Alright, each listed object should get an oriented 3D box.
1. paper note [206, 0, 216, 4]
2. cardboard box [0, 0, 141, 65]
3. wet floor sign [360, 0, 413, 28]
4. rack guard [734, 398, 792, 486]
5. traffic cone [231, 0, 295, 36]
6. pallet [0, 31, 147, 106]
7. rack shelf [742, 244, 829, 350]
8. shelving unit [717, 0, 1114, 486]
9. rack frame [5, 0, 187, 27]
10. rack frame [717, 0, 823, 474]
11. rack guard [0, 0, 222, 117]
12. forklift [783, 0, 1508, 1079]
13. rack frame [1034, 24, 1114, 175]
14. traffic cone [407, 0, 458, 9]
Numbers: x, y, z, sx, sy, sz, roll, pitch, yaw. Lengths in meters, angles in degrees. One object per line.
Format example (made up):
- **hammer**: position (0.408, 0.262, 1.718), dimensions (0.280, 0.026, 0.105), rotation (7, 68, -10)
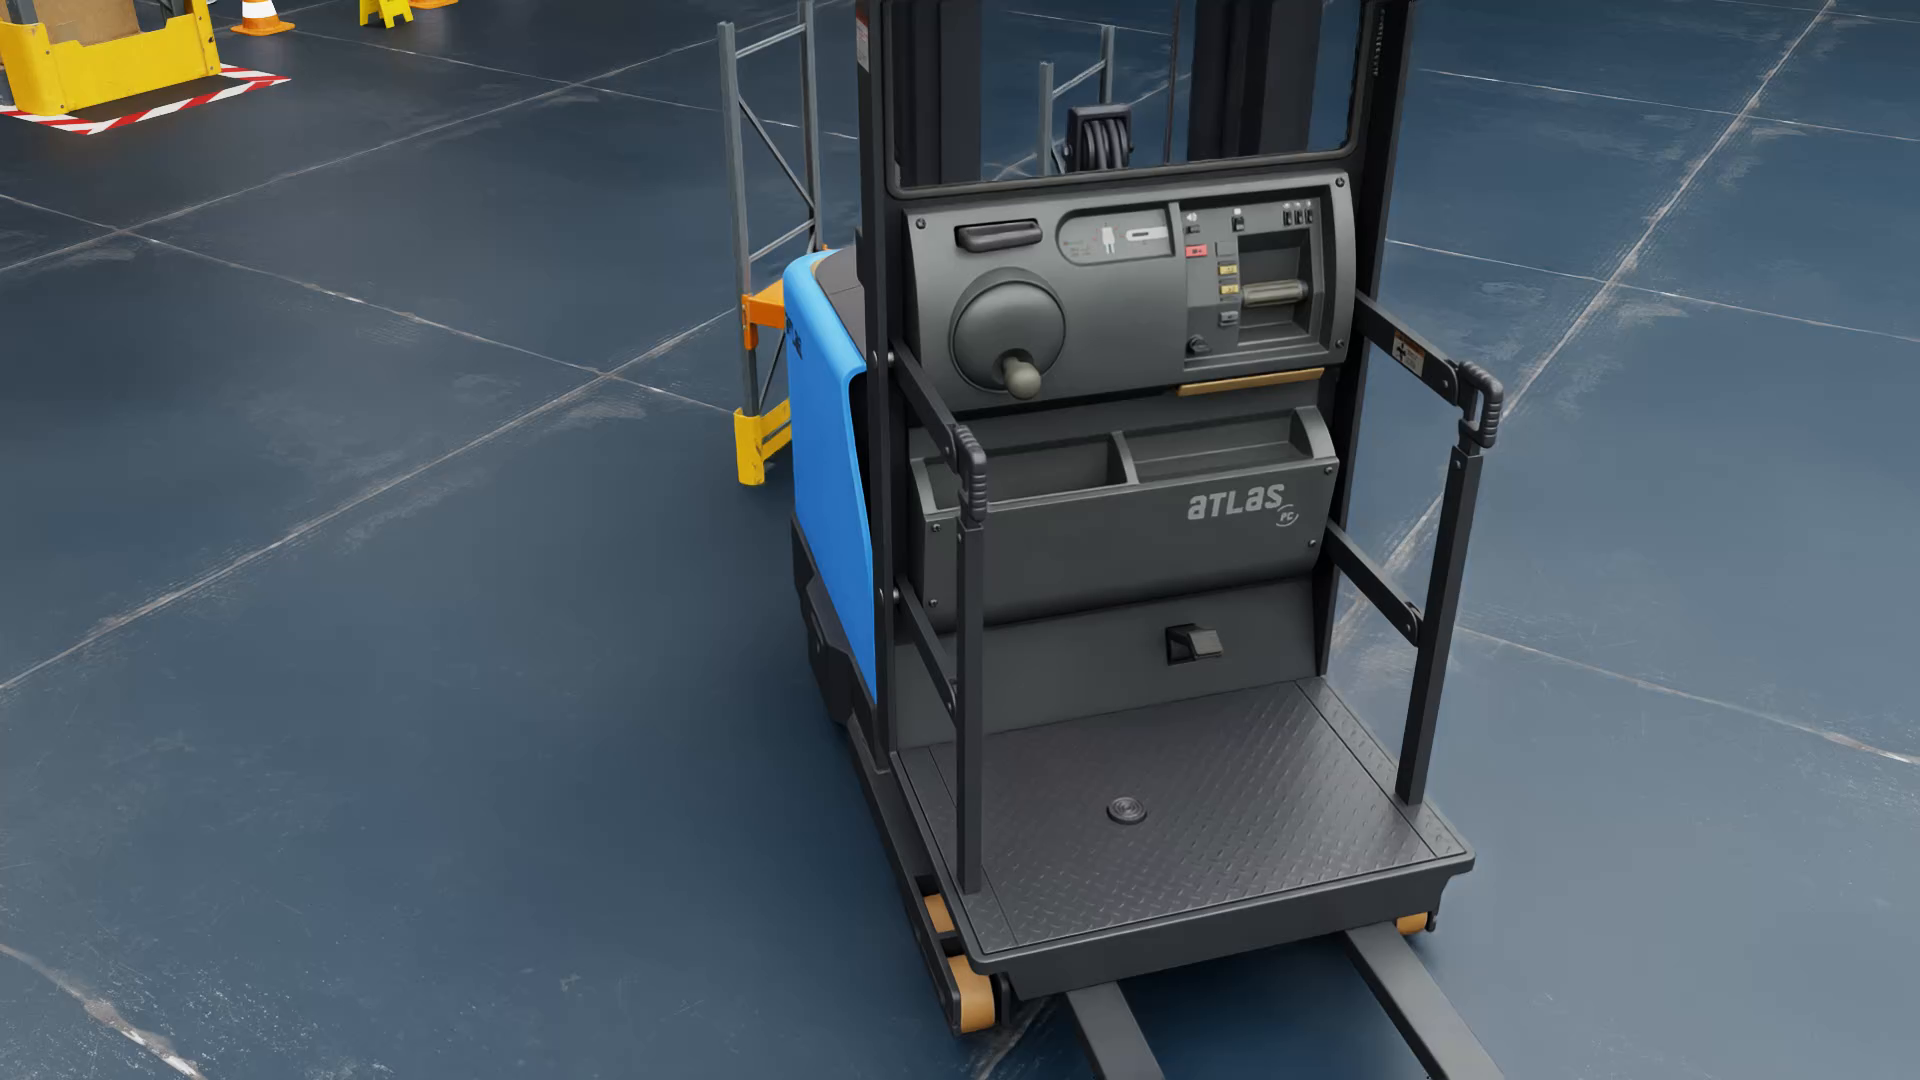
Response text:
- **paper note**: position (-5.345, -3.808, 11.749), dimensions (0.144, 0.017, 0.142), rotation (-21, 36, -32)
- **cardboard box**: position (-5.564, -3.375, 9.750), dimensions (0.875, 0.875, 0.875), rotation (18, 35, 28)
- **wet floor sign**: position (-3.877, -3.778, 11.086), dimensions (0.232, 0.644, 0.267), rotation (12, 32, 19)
- **rack guard**: position (-0.587, -0.429, 5.737), dimensions (0.087, 0.250, 0.587), rotation (14, 33, 22)
- **traffic cone**: position (-4.649, -3.610, 10.979), dimensions (0.334, 0.463, 0.336), rotation (18, 35, 27)
- **pallet**: position (-5.673, -2.934, 10.070), dimensions (1.213, 0.211, 1.003), rotation (18, 35, 27)
- **rack shelf**: position (-0.130, -0.702, 5.322), dimensions (1.000, 0.185, 0.538), rotation (14, 33, 22)
- **shelving unit**: position (-0.138, -0.859, 5.235), dimensions (1.083, 1.500, 0.587), rotation (14, 33, 22)
- **rack frame**: position (-4.954, -3.958, 9.057), dimensions (0.127, 3.000, 1.000), rotation (18, 35, 27)
- **rack frame**: position (-0.588, -0.969, 5.422), dimensions (0.032, 1.500, 0.500), rotation (14, 33, 22)
- **rack guard**: position (-4.934, -2.872, 9.676), dimensions (0.348, 0.500, 1.175), rotation (18, 35, 27)
- **forklift**: position (0.416, -0.458, 3.127), dimensions (1.130, 2.935, 3.031), rotation (-8, 31, -14)
- **rack frame**: position (0.328, -0.746, 5.041), dimensions (0.032, 1.500, 0.500), rotation (14, 33, 22)
- **traffic cone**: position (-3.760, -4.002, 11.650), dimensions (0.334, 0.463, 0.336), rotation (18, 35, 27)
